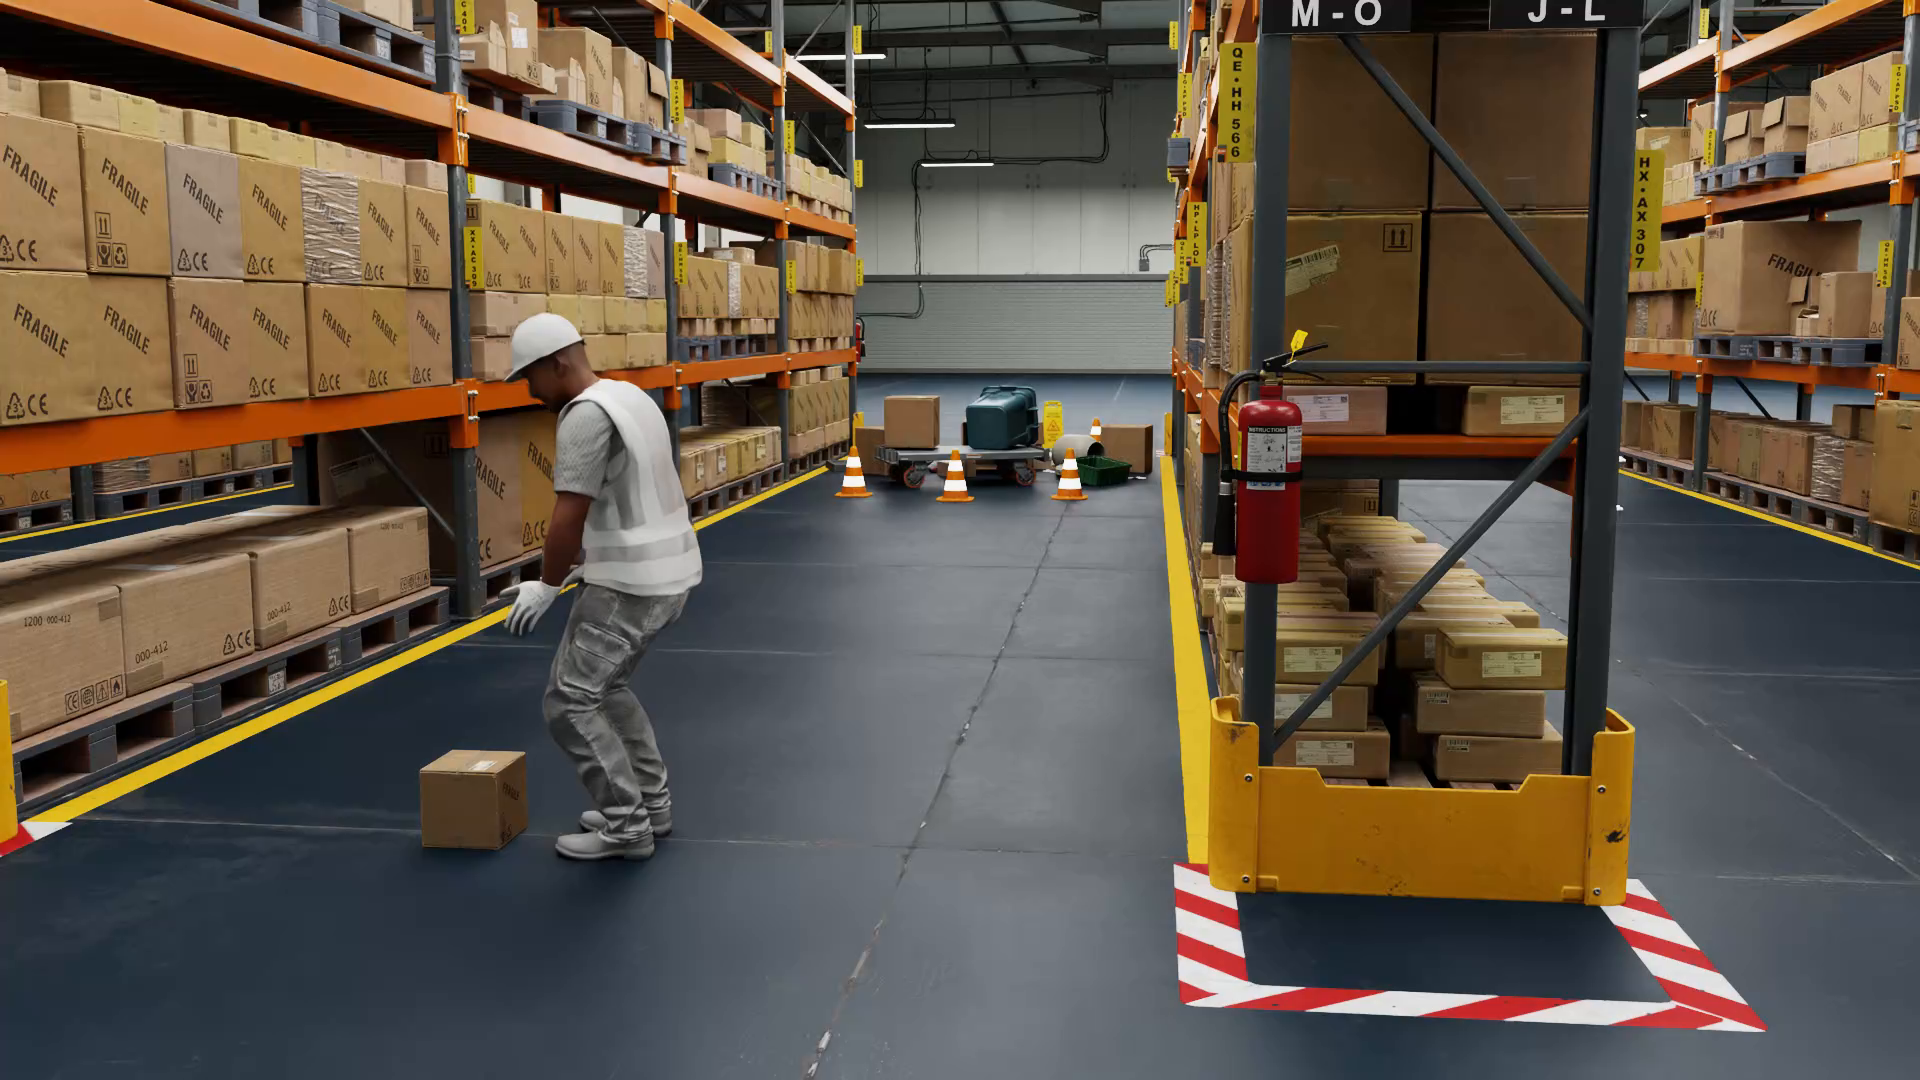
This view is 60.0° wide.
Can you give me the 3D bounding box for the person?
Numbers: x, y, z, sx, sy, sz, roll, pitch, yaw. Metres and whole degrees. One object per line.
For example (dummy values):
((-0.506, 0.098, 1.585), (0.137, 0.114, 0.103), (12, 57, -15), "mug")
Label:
((-1.098, 0.140, 5.121), (0.561, 1.663, 0.591), (1, 8, 7), "person")
